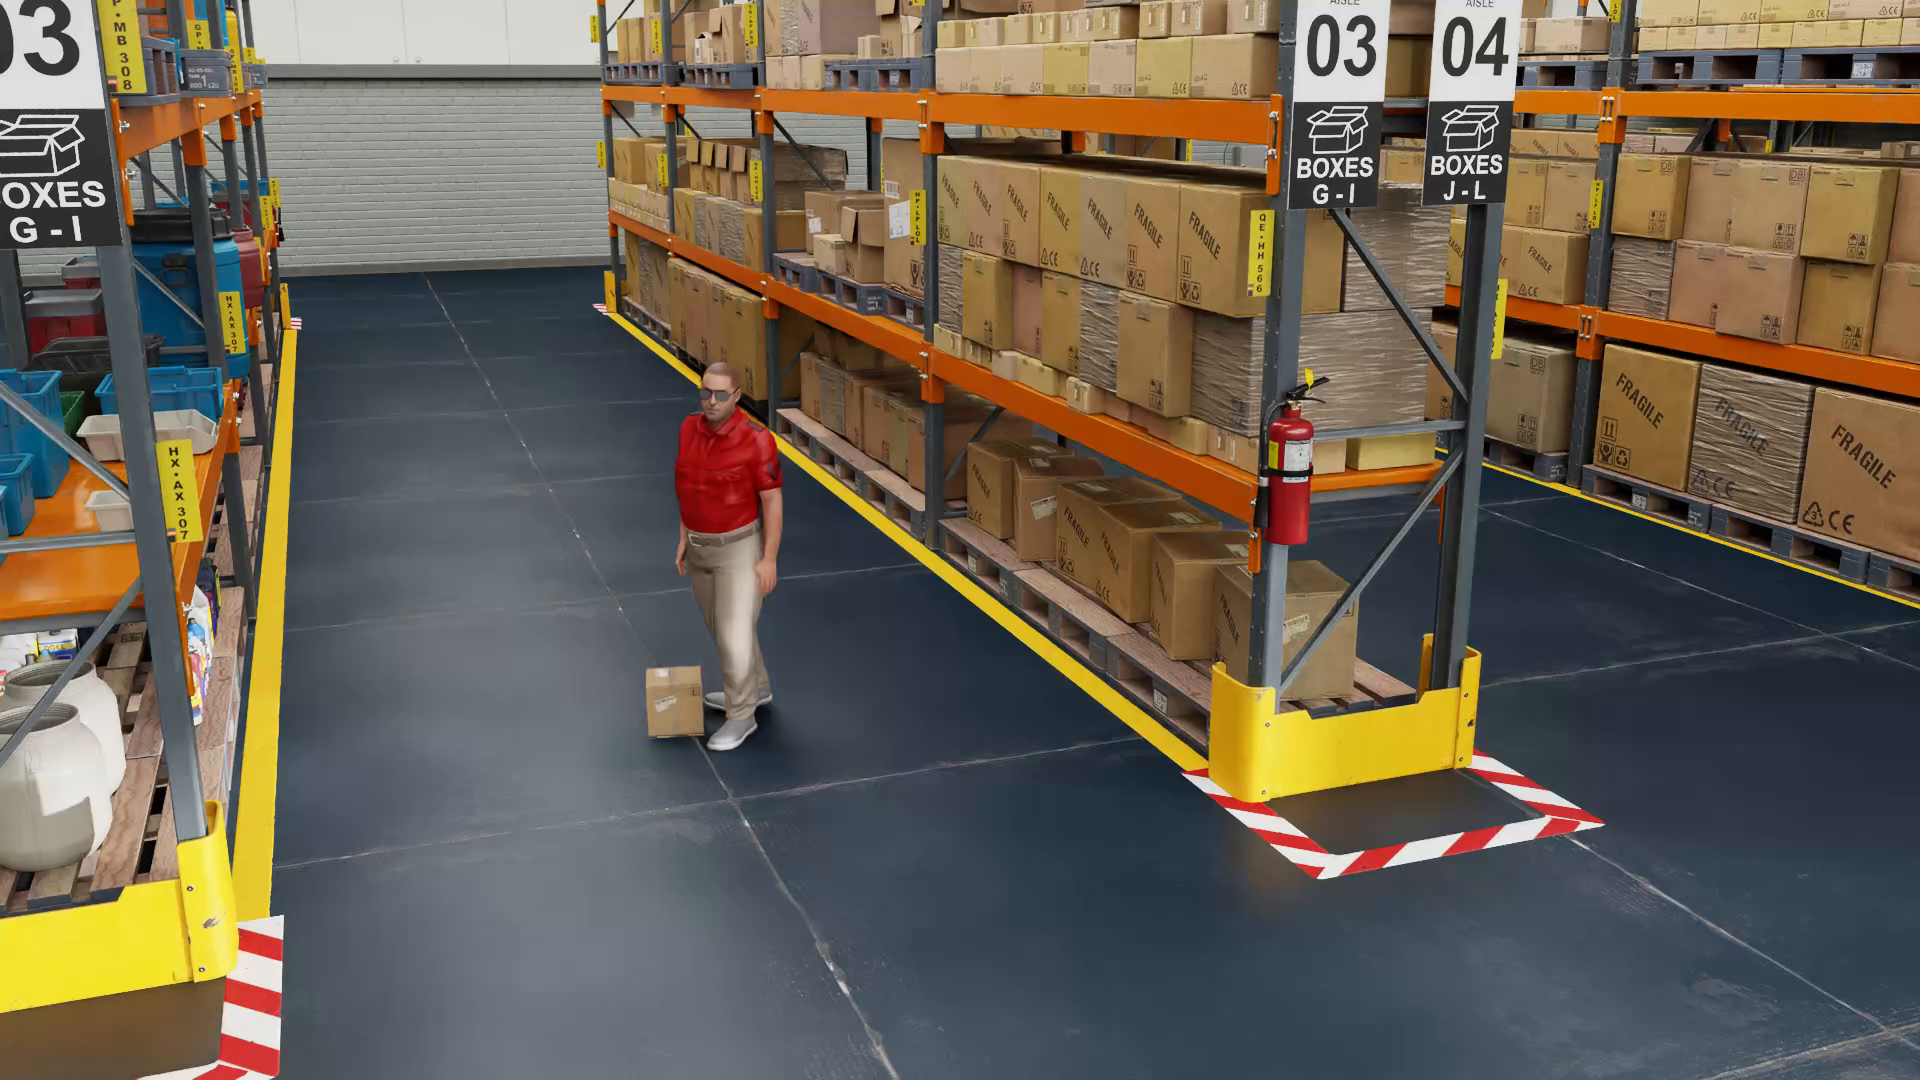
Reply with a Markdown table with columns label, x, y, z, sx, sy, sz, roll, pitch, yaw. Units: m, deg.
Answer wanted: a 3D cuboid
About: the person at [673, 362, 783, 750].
| label | x | y | z | sx | sy | sz | roll | pitch | yaw |
| --- | --- | --- | --- | --- | --- | --- | --- | --- | --- |
| person | -1.007 | 0.039 | 7.424 | 0.576 | 1.713 | 0.582 | 11 | 19 | 35 |
